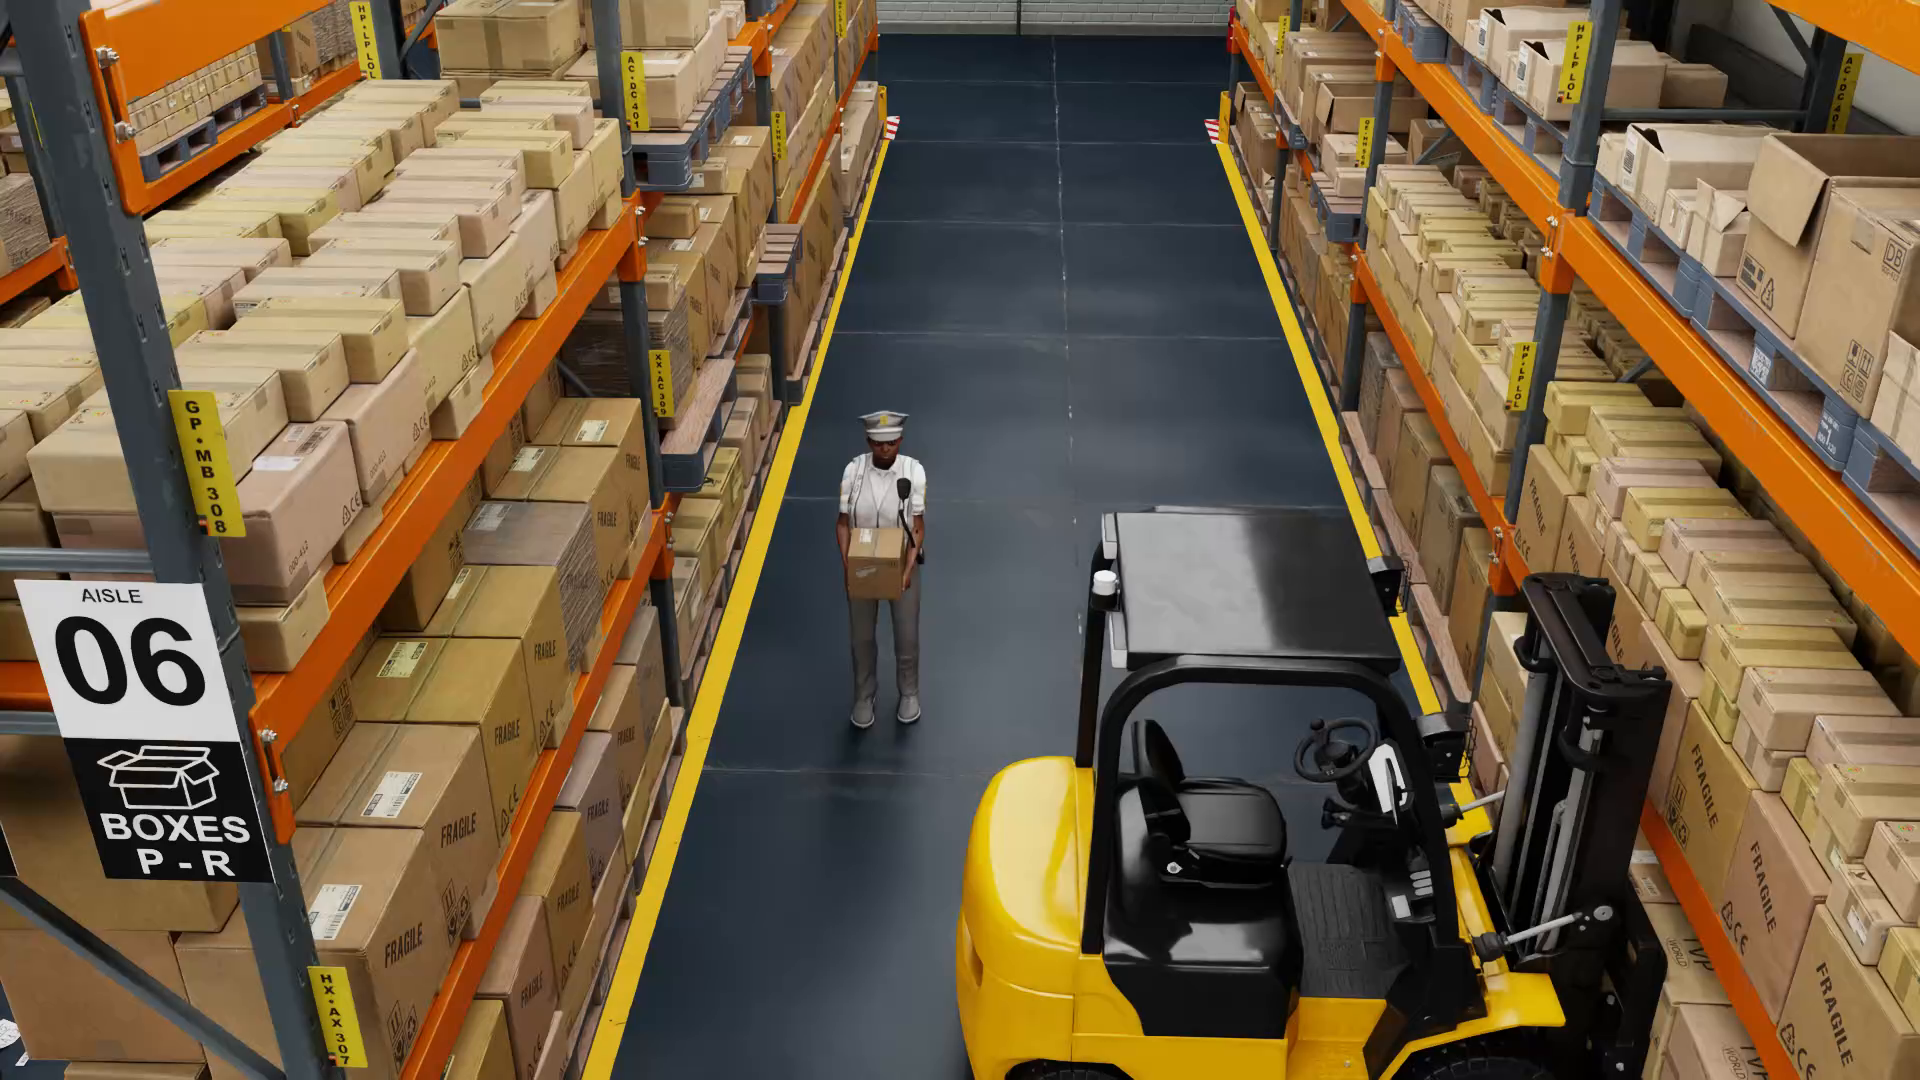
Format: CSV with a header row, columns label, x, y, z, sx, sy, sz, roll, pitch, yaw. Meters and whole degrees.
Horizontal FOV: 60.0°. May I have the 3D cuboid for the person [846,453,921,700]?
label,x,y,z,sx,sy,sz,roll,pitch,yaw
person,-0.392,0.208,8.417,0.391,1.347,0.327,2,28,3
